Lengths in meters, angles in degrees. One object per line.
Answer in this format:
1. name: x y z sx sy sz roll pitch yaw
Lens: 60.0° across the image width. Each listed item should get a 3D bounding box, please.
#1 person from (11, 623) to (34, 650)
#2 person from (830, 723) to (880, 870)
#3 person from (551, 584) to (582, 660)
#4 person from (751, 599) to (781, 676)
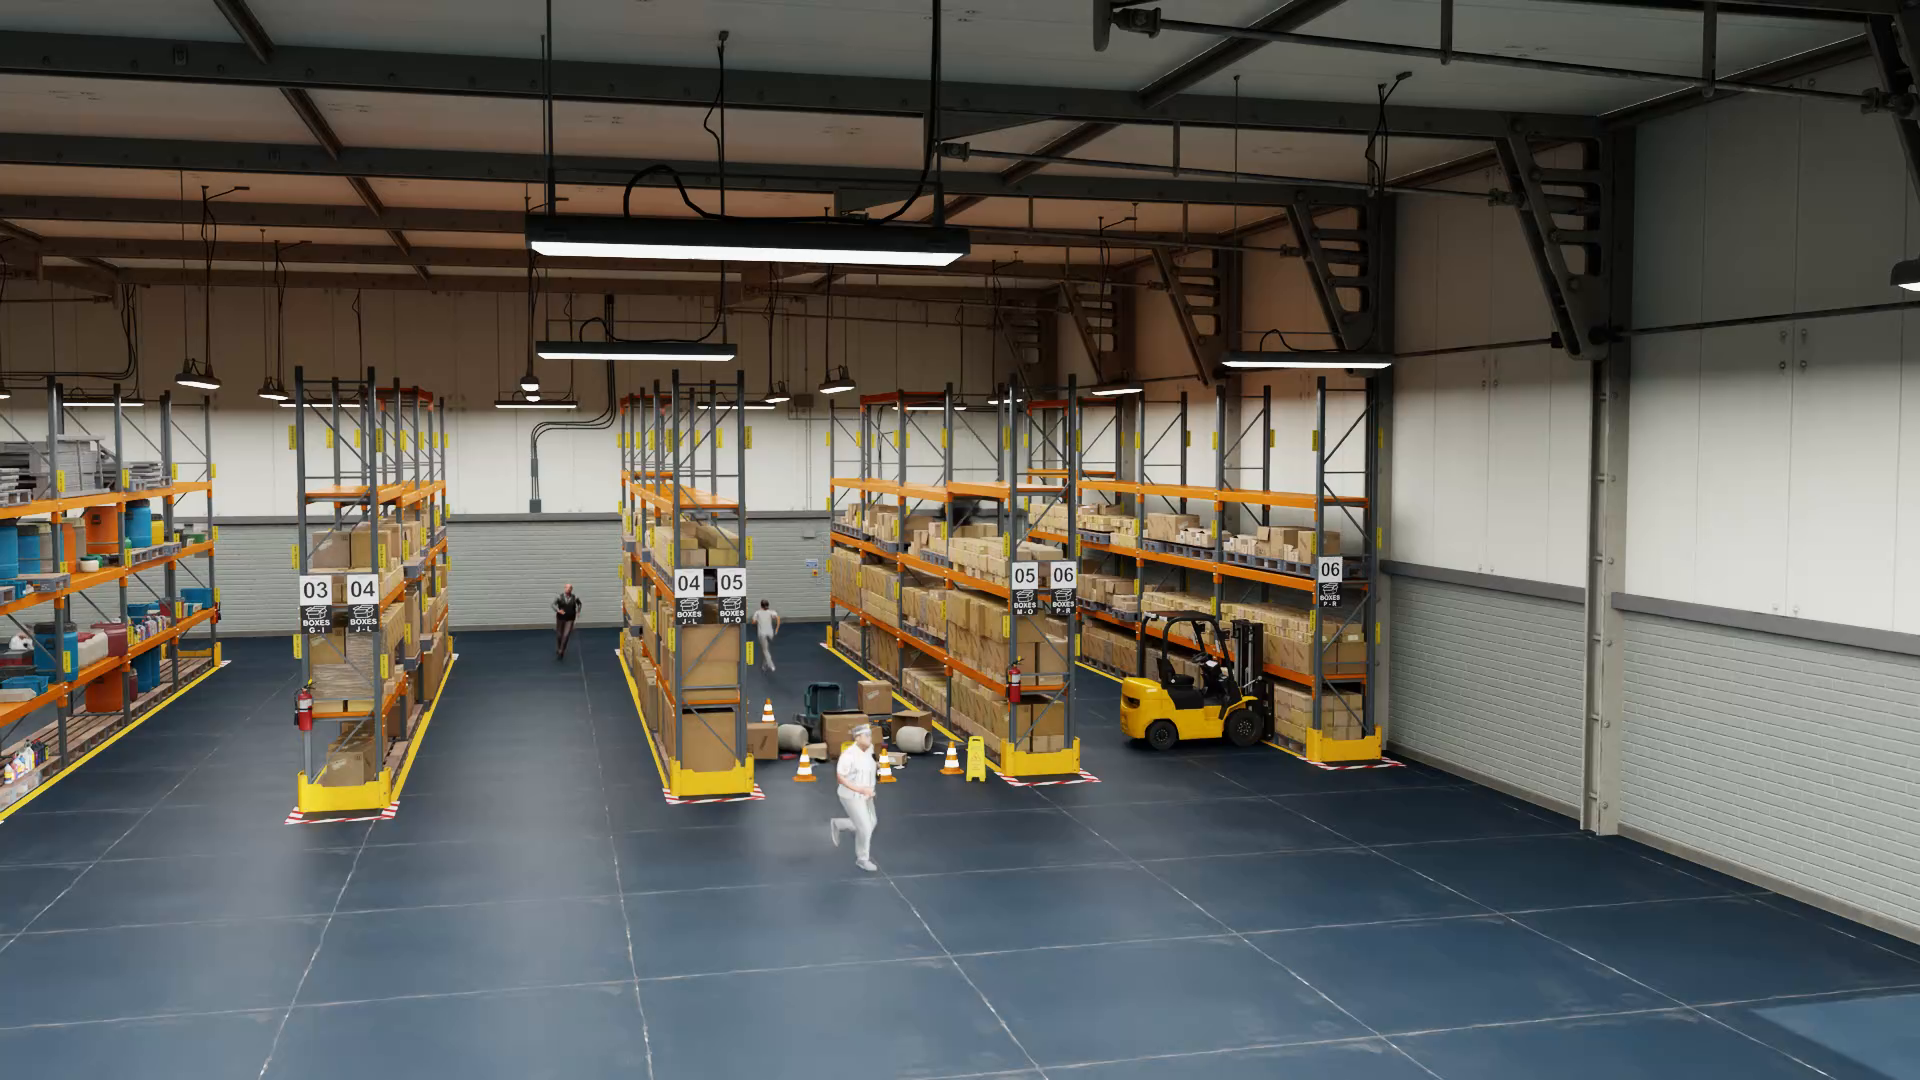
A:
1. person: -17.159 2.341 30.495 0.638 1.687 0.796 0 3 -3
2. person: -1.249 2.995 19.546 0.723 1.746 0.694 2 4 32
3. person: -9.073 1.859 38.339 0.687 1.711 0.928 -1 3 -10
4. person: -4.076 2.104 35.103 0.568 1.657 0.997 -2 4 -25
